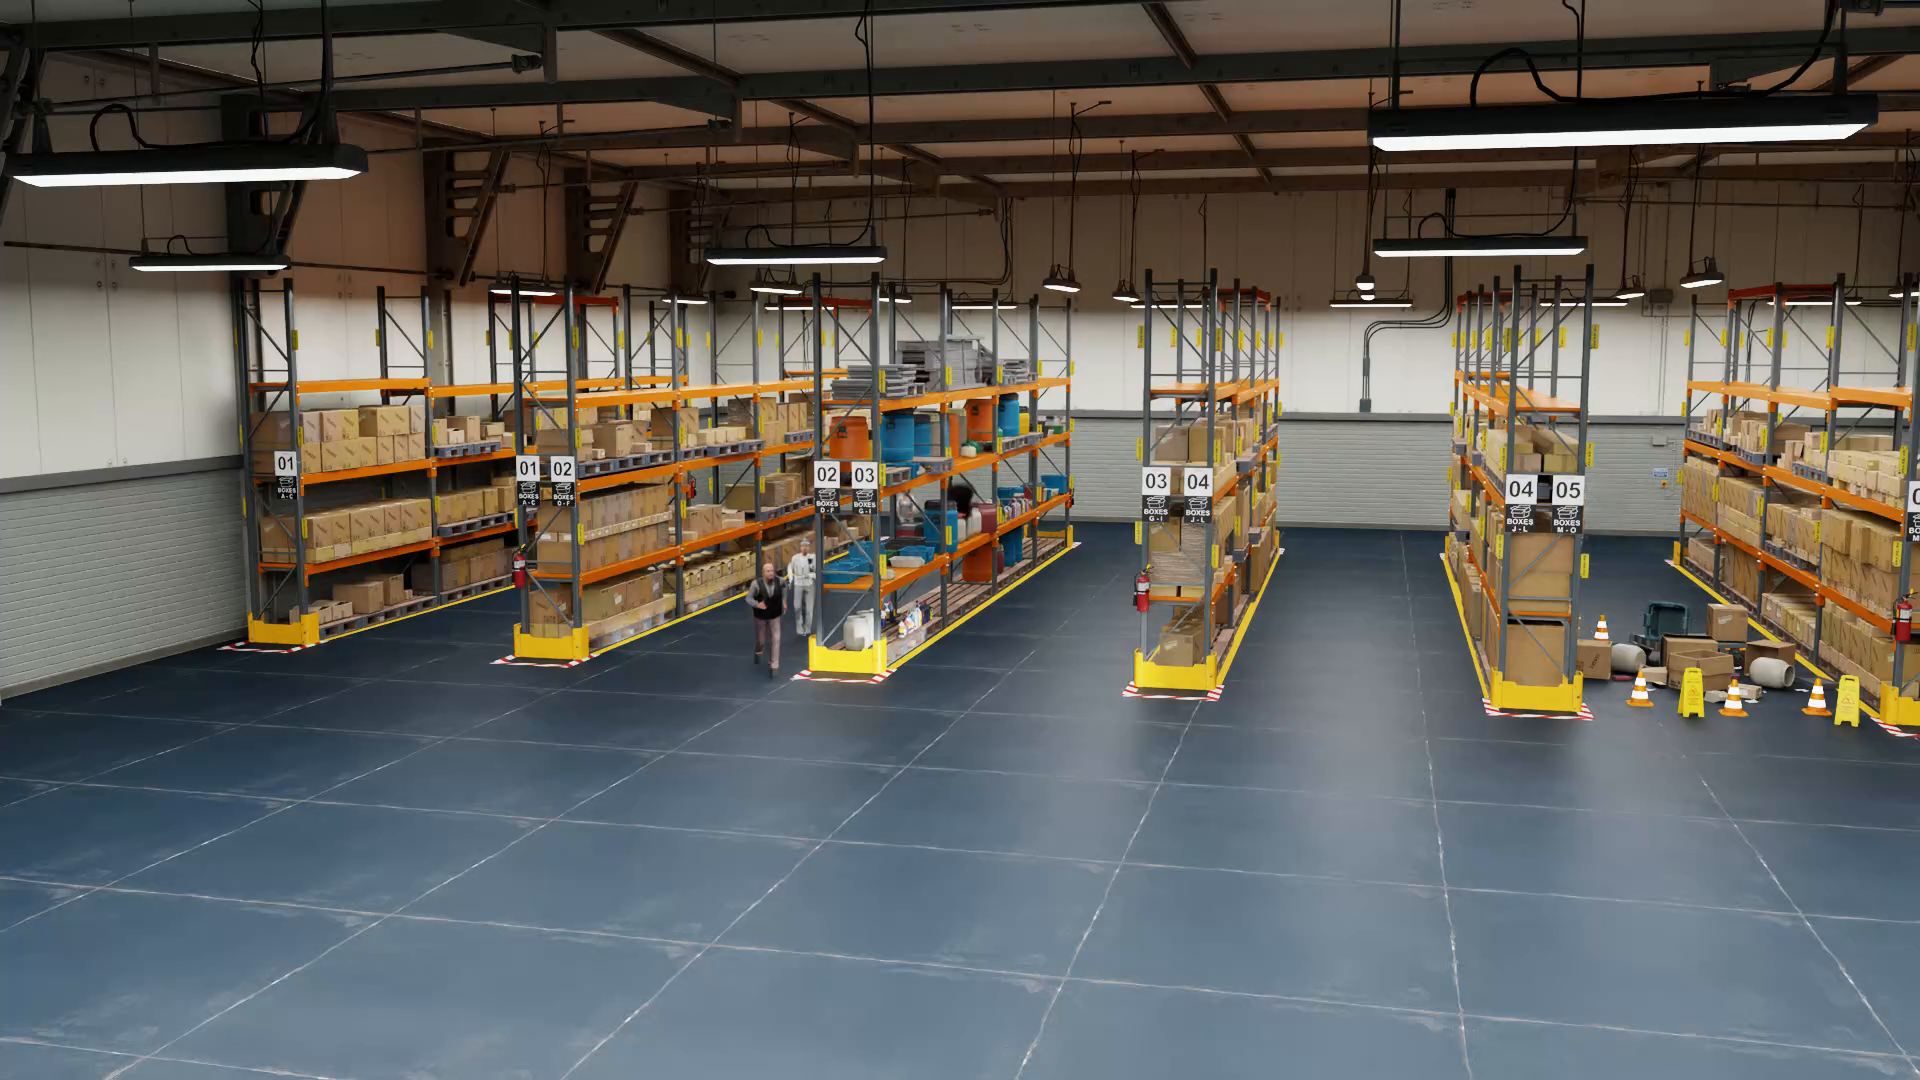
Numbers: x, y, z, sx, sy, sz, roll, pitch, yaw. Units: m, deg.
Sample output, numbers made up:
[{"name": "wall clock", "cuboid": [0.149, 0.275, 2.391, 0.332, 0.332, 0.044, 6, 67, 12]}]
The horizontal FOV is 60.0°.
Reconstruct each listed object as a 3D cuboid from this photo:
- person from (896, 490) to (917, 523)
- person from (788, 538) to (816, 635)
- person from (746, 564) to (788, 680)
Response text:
[{"name": "person", "cuboid": [-1.275, -0.490, 39.260, 0.546, 1.582, 0.780, 1, 7, 6]}, {"name": "person", "cuboid": [-2.630, 0.783, 28.008, 0.591, 1.660, 0.632, 0, 7, 0]}, {"name": "person", "cuboid": [-2.903, 1.178, 25.017, 0.695, 1.710, 1.037, -3, 7, -21]}]
